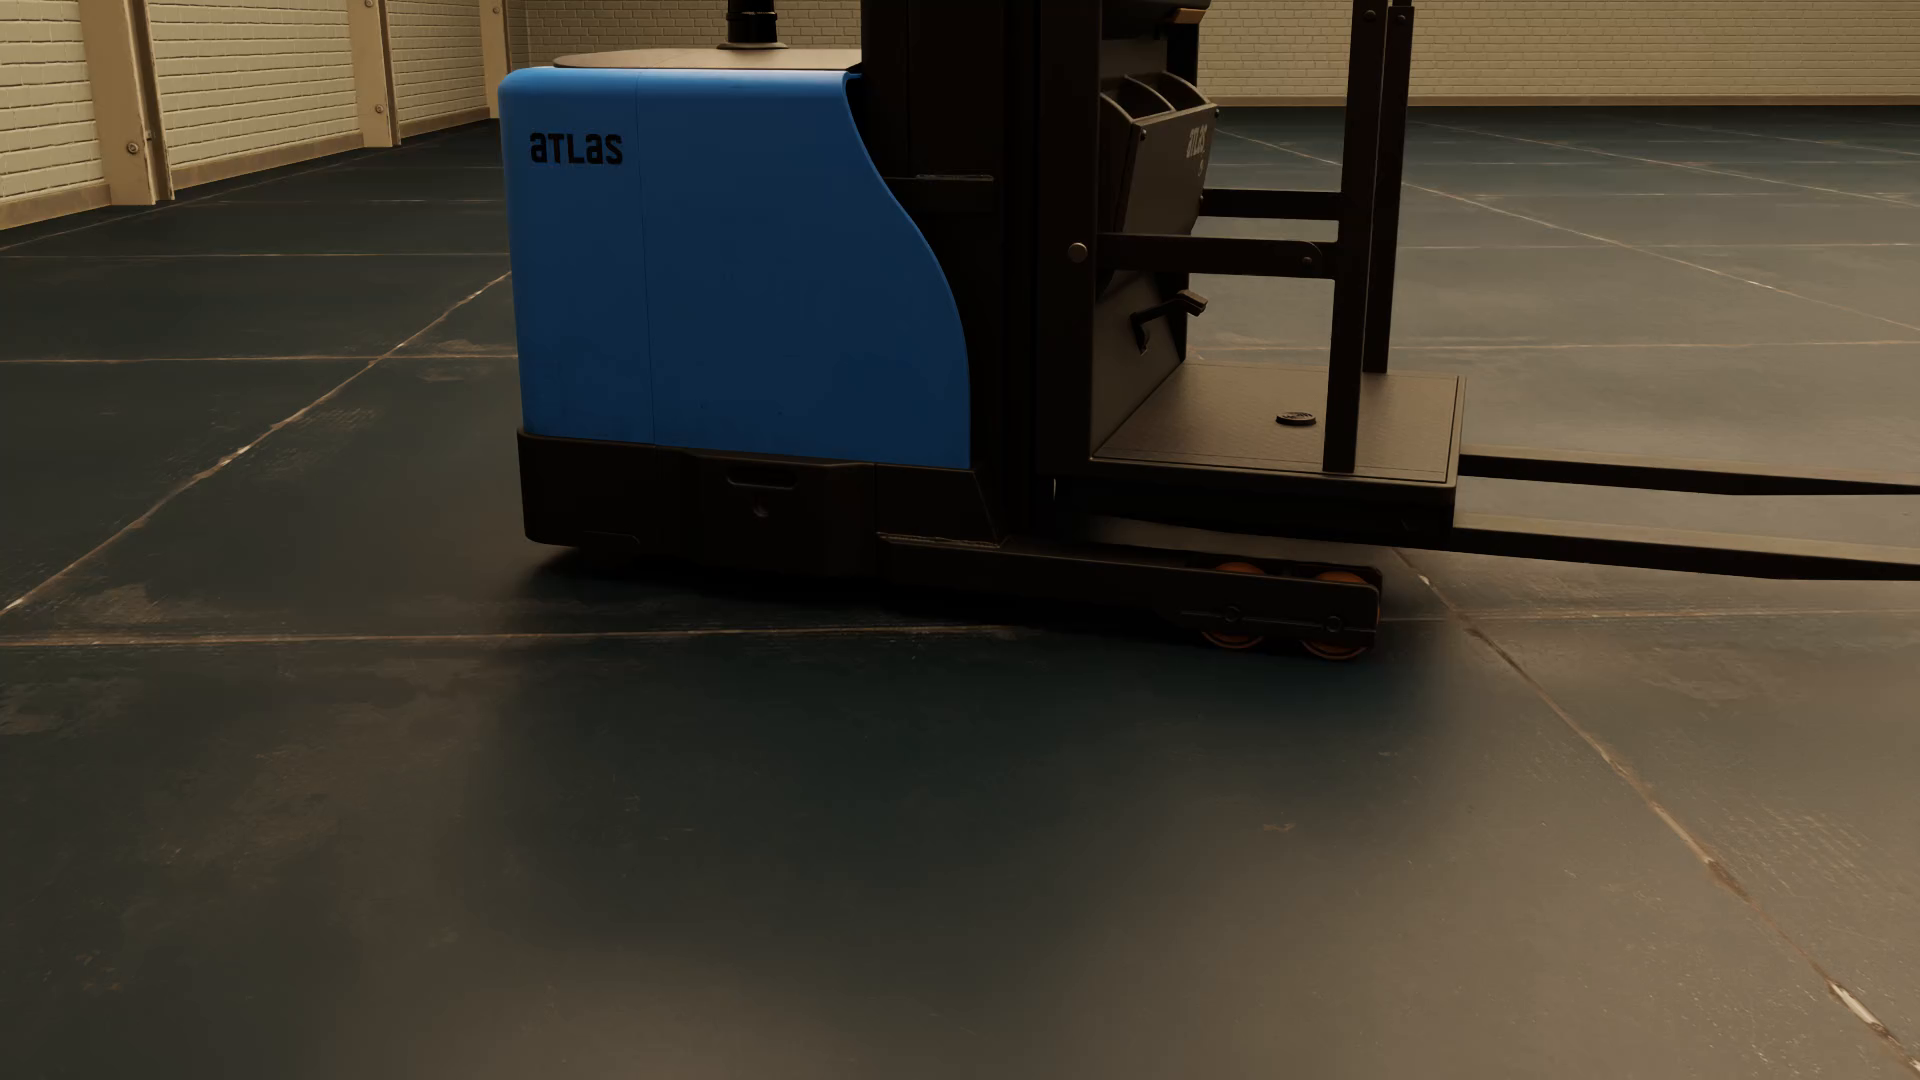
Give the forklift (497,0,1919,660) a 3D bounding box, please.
[{"bbox_3d":[0.601,-1.347,3.311,3.031,2.935,1.130,5,18,16],"label":"forklift"}]
